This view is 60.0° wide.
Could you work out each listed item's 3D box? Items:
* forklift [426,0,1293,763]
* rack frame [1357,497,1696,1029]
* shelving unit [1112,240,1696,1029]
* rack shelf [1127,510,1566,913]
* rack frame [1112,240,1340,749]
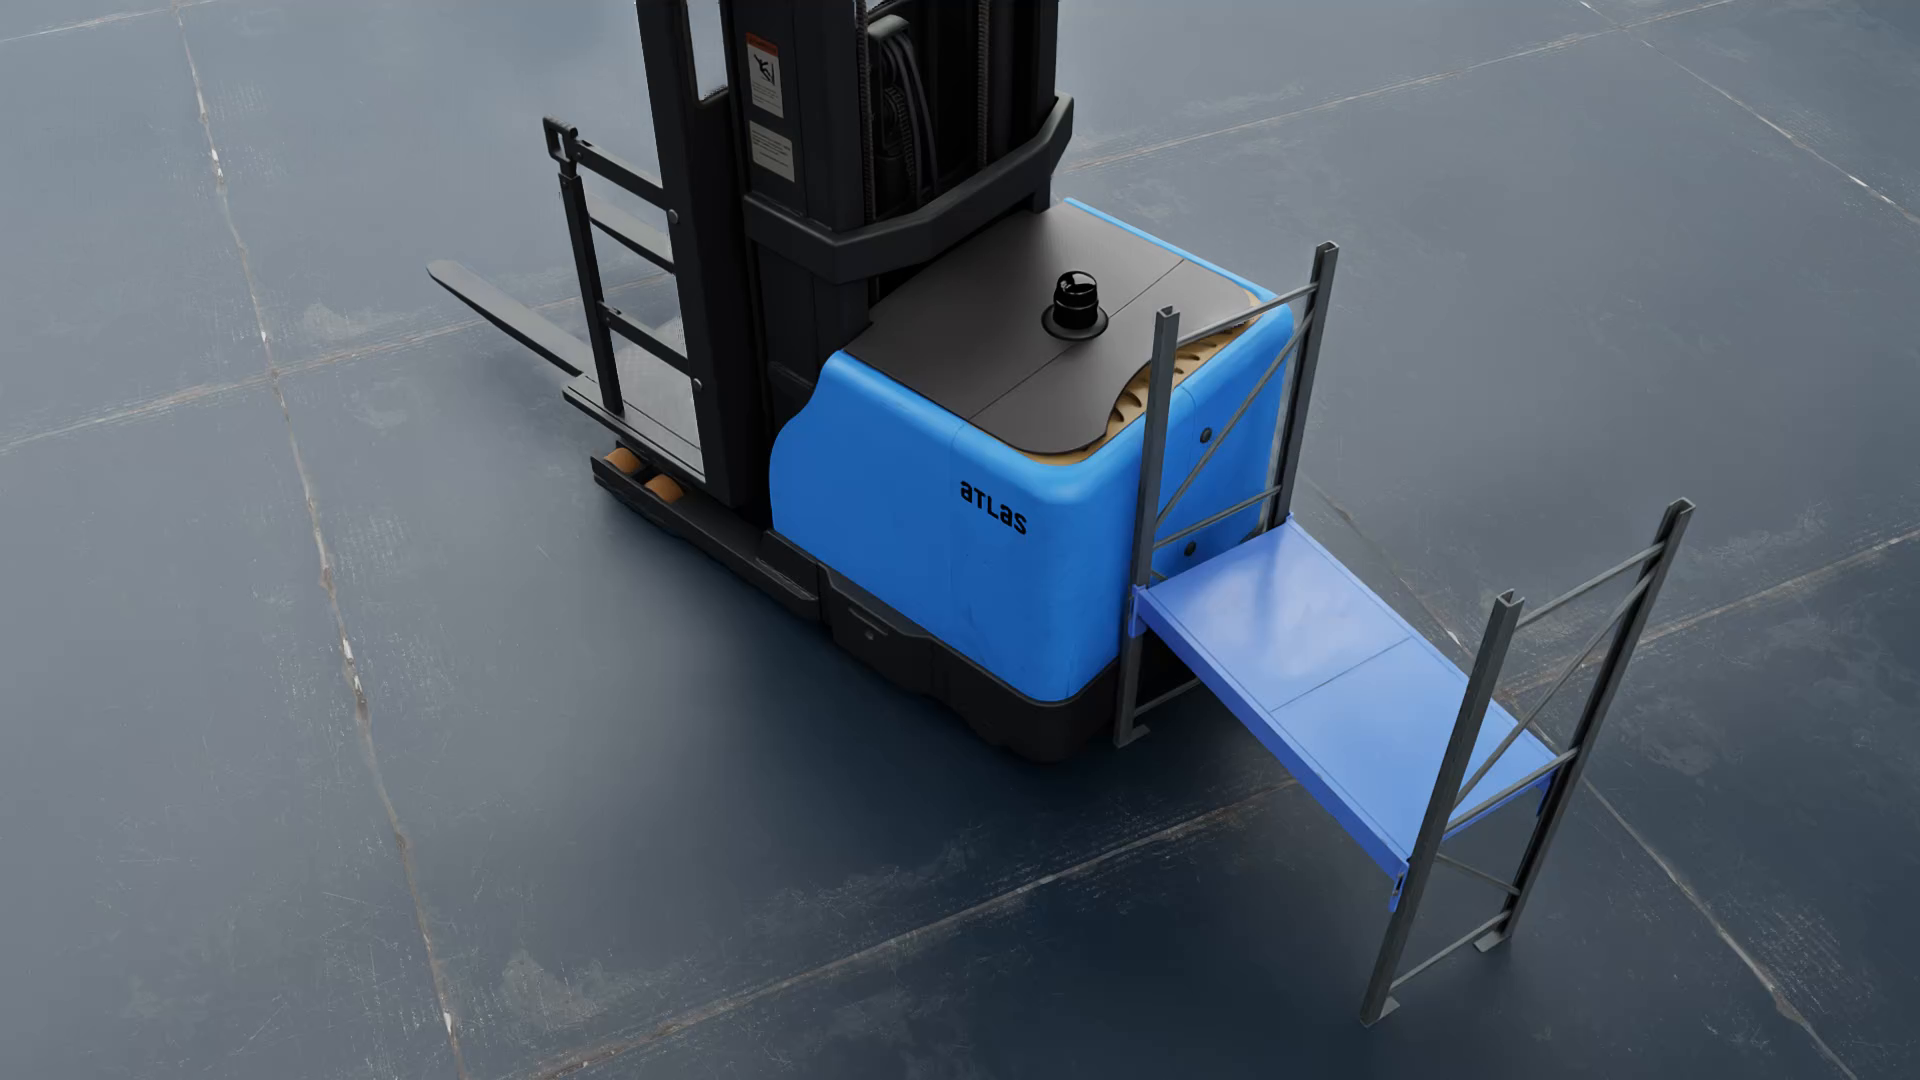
[{"bbox_3d":[-0.546,-1.332,4.513,3.031,2.935,1.130,32,53,28],"label":"forklift"},{"bbox_3d":[1.190,0.553,3.622,0.500,1.500,0.032,-24,49,-22],"label":"rack frame"},{"bbox_3d":[0.918,0.251,3.928,0.538,1.500,1.048,-24,49,-22],"label":"shelving unit"},{"bbox_3d":[0.918,0.379,4.054,0.538,0.185,1.000,-24,49,-22],"label":"rack shelf"},{"bbox_3d":[0.647,-0.051,4.234,0.500,1.500,0.032,-24,49,-22],"label":"rack frame"}]
